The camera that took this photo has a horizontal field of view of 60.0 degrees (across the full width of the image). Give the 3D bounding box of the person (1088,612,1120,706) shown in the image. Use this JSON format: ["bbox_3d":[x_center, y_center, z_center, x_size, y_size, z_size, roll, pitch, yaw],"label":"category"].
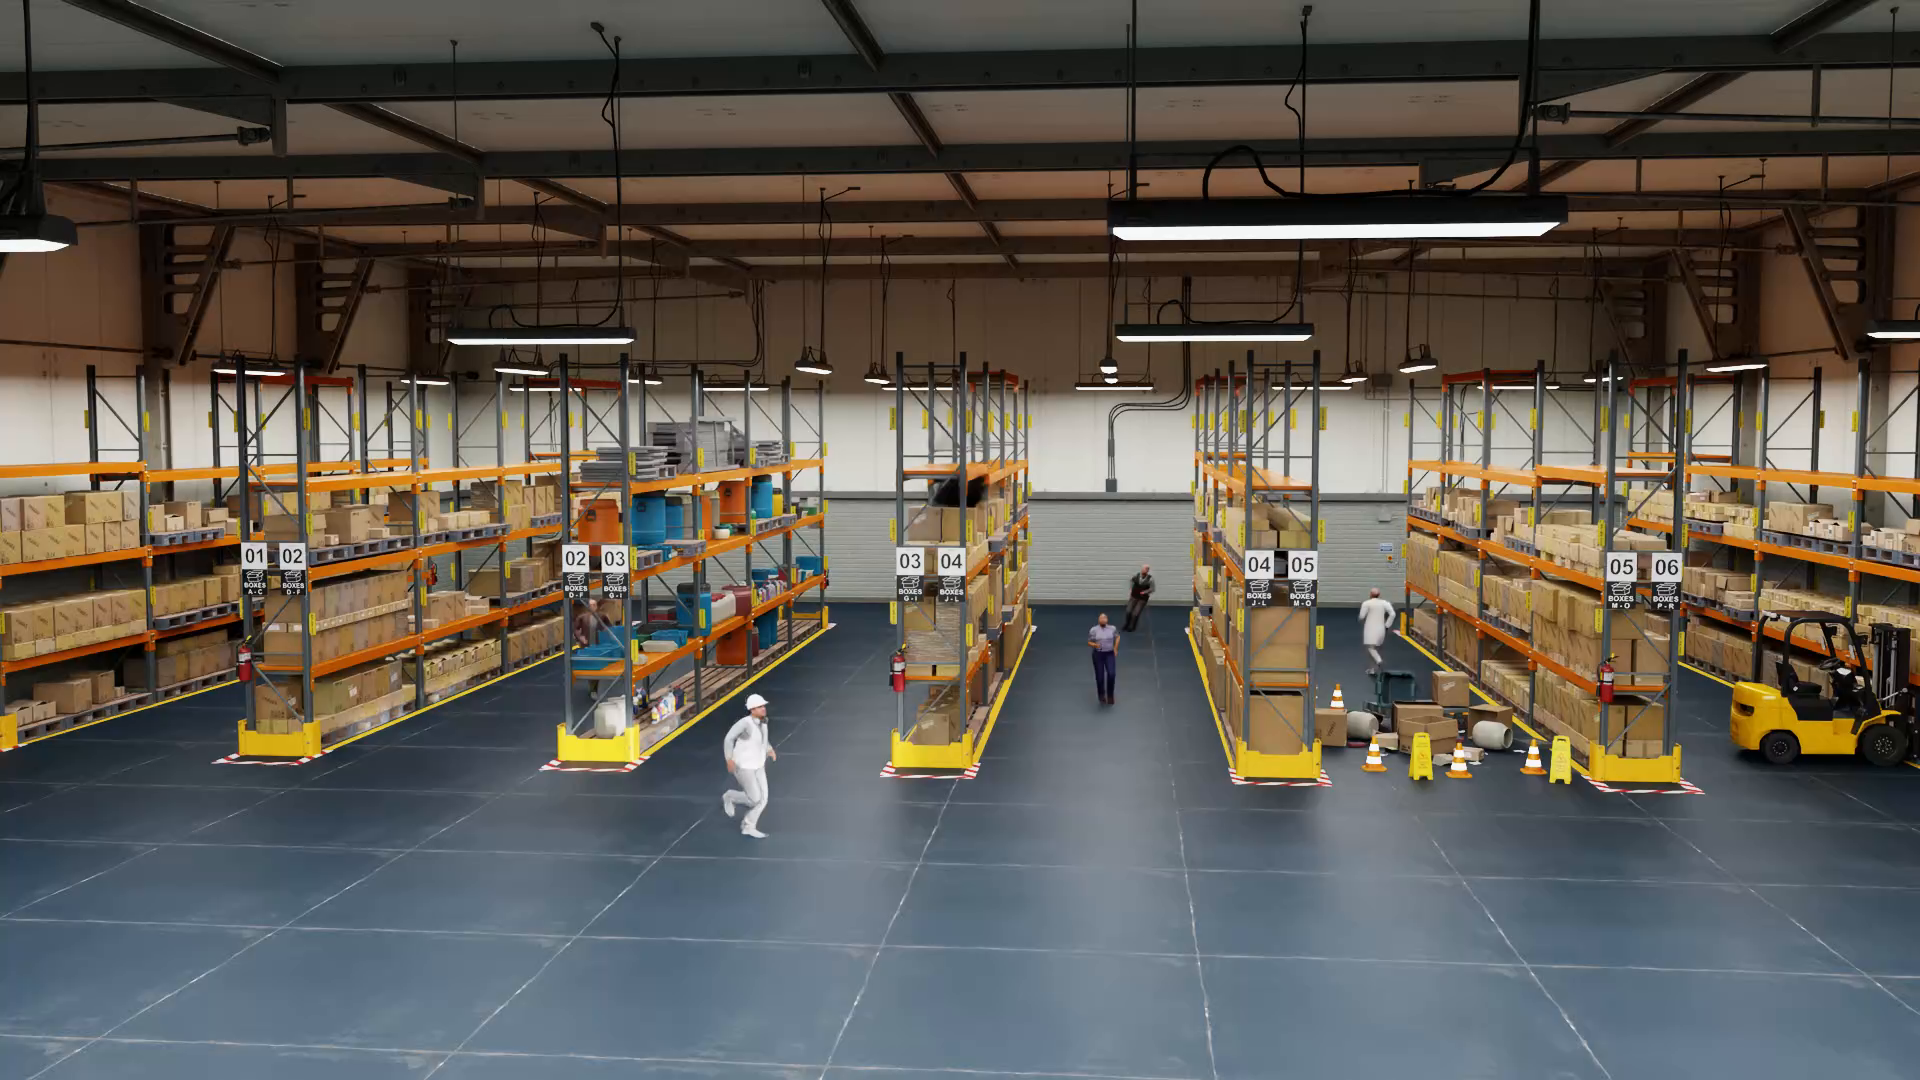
[{"bbox_3d":[2.550,2.113,29.423,0.580,1.658,0.694,0,4,3],"label":"person"}]

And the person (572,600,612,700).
[{"bbox_3d":[-6.698,1.970,30.284,0.712,1.776,0.954,-1,4,-9],"label":"person"}]

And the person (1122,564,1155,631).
[{"bbox_3d":[4.203,1.385,39.431,0.841,1.636,0.636,2,4,23],"label":"person"}]

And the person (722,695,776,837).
[{"bbox_3d":[-2.559,2.730,20.141,0.690,1.732,0.691,2,5,31],"label":"person"}]

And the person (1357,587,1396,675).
[{"bbox_3d":[8.165,1.819,32.573,0.692,1.761,0.956,-1,4,-8],"label":"person"}]
